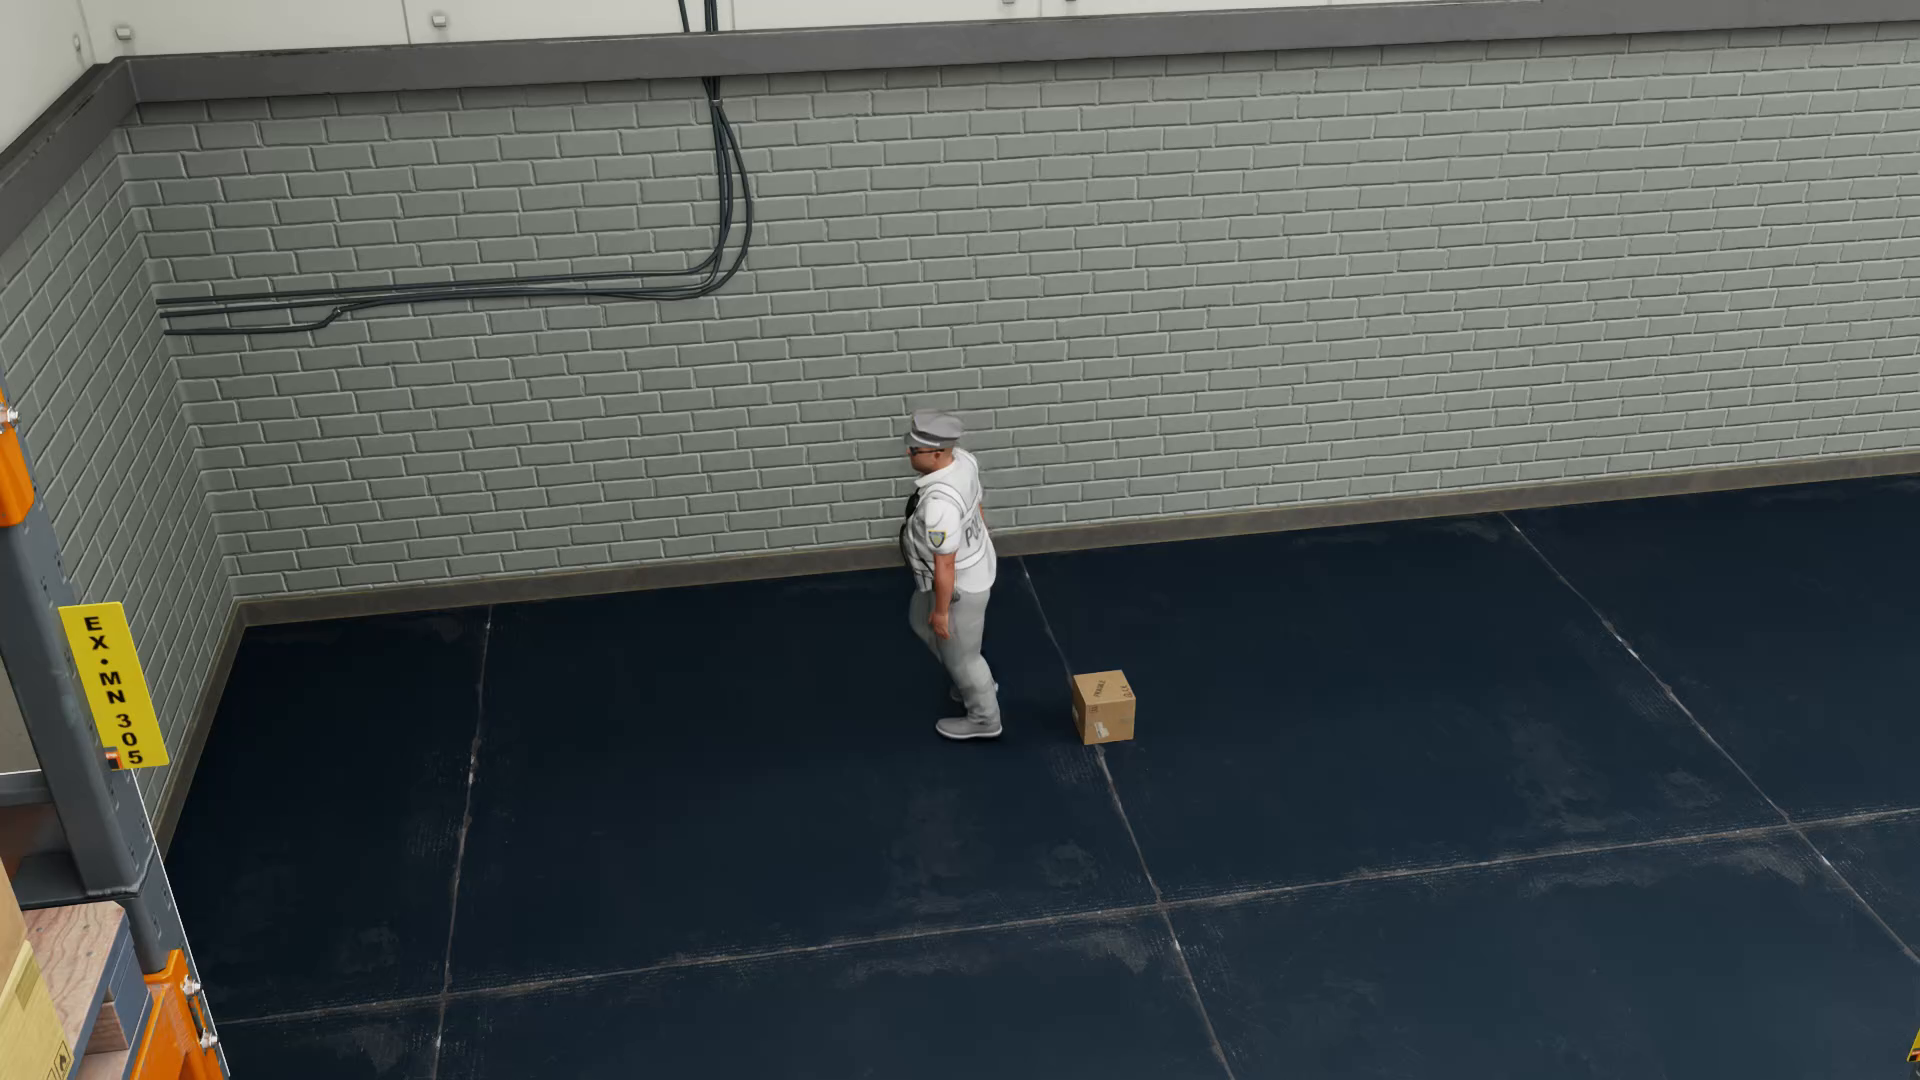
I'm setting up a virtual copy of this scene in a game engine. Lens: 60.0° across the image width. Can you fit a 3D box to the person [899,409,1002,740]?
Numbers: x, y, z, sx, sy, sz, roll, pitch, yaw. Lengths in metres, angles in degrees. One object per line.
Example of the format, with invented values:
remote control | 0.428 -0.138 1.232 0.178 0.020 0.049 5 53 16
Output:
person | -0.031 0.182 7.780 0.485 1.746 0.575 3 31 5
